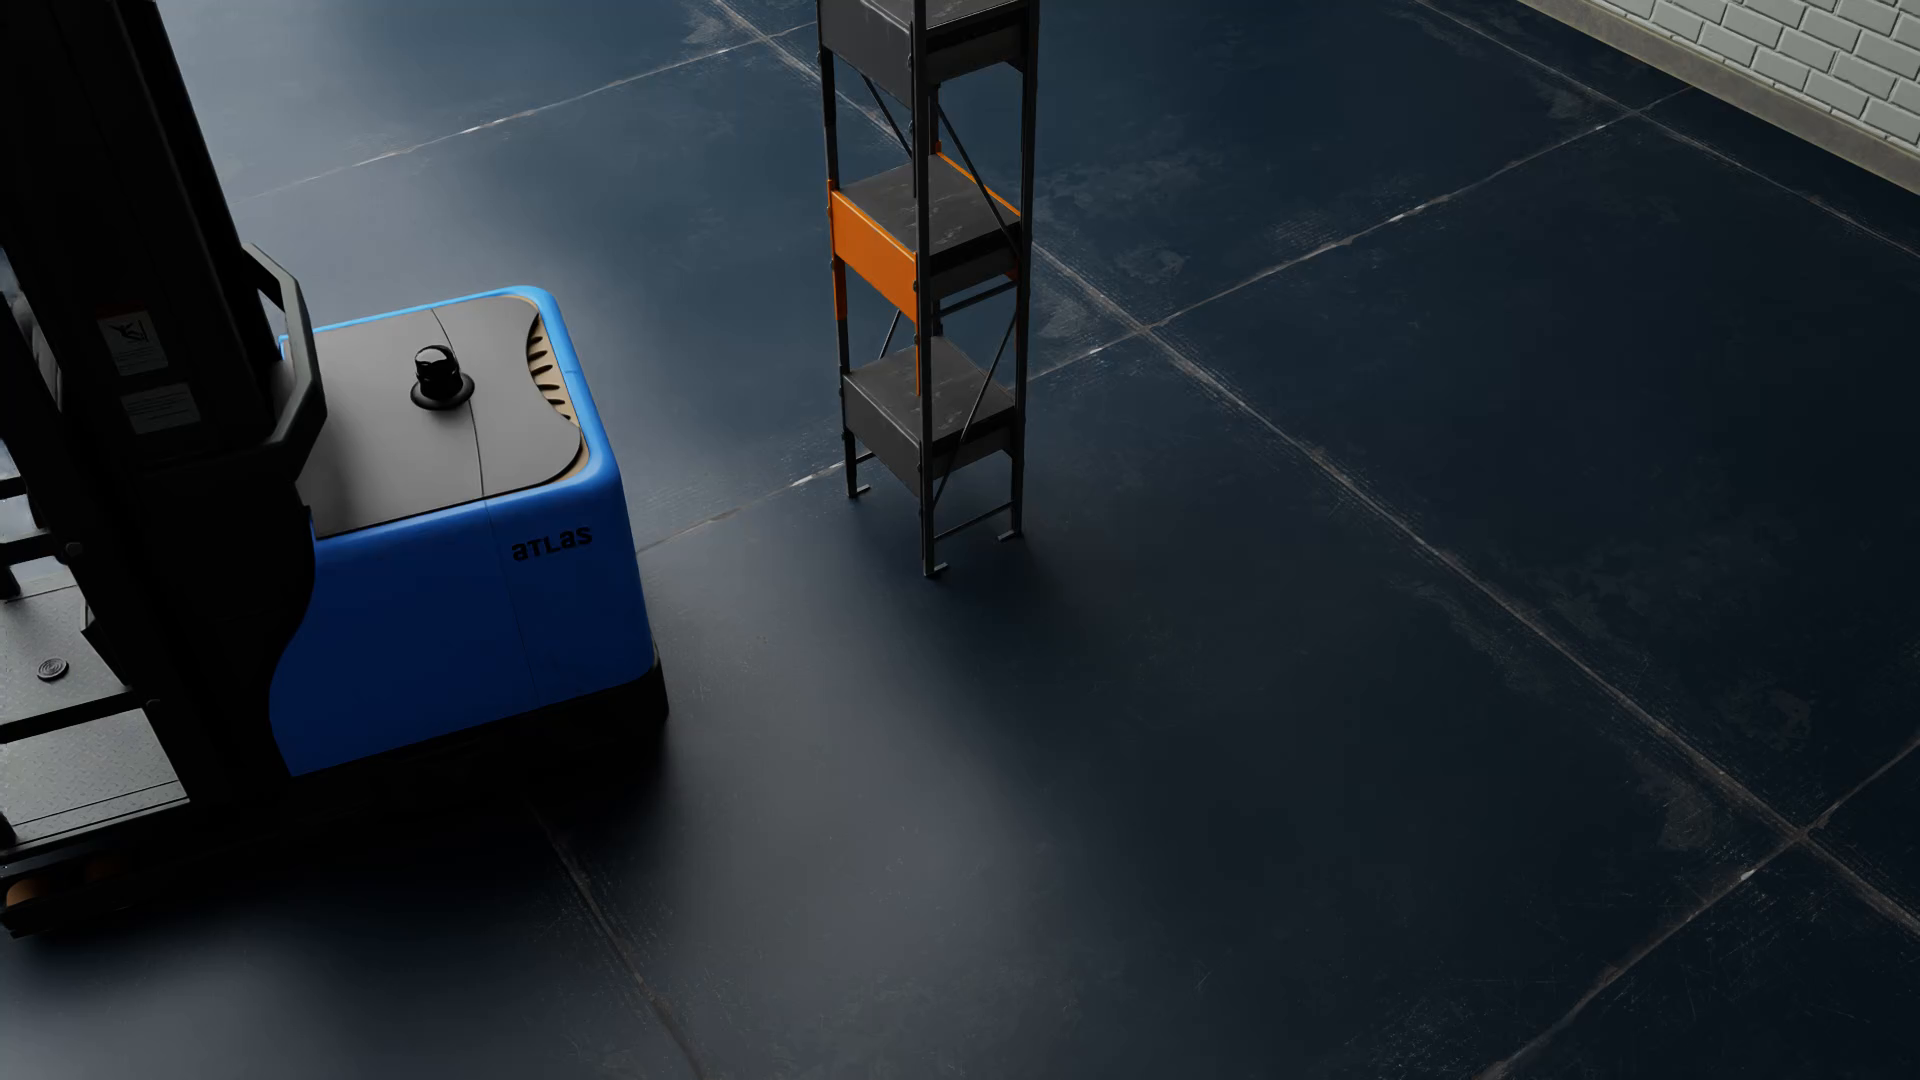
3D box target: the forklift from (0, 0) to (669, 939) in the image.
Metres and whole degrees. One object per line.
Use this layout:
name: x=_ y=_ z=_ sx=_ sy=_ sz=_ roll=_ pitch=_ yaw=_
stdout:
forklift: x=-2.462 y=-0.388 z=4.034 sx=3.031 sy=2.935 sz=1.130 roll=-15 pitch=46 yaw=-15

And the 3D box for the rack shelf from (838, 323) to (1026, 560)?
rack shelf: x=-0.095 y=-0.337 z=5.616 sx=0.431 sy=0.518 sz=0.480 roll=-26 pitch=49 yaw=-24

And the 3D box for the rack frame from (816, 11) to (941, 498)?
rack frame: x=-0.234 y=-0.991 z=5.268 sx=0.400 sy=2.100 sz=0.015 roll=-26 pitch=49 yaw=-24

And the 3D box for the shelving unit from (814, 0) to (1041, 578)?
shelving unit: x=-0.095 y=-0.853 z=5.123 sx=0.431 sy=2.100 sz=0.503 roll=-26 pitch=49 yaw=-24

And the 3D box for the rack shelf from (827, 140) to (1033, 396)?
rack shelf: x=-0.095 y=-0.843 z=5.133 sx=0.431 sy=0.518 sz=0.480 roll=-26 pitch=49 yaw=-24

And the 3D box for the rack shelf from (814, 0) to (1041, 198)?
rack shelf: x=-0.095 y=-1.350 z=4.649 sx=0.431 sy=0.518 sz=0.480 roll=-26 pitch=49 yaw=-24

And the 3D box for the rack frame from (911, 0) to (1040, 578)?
rack frame: x=0.045 y=-0.715 z=4.978 sx=0.400 sy=2.100 sz=0.015 roll=-26 pitch=49 yaw=-24
